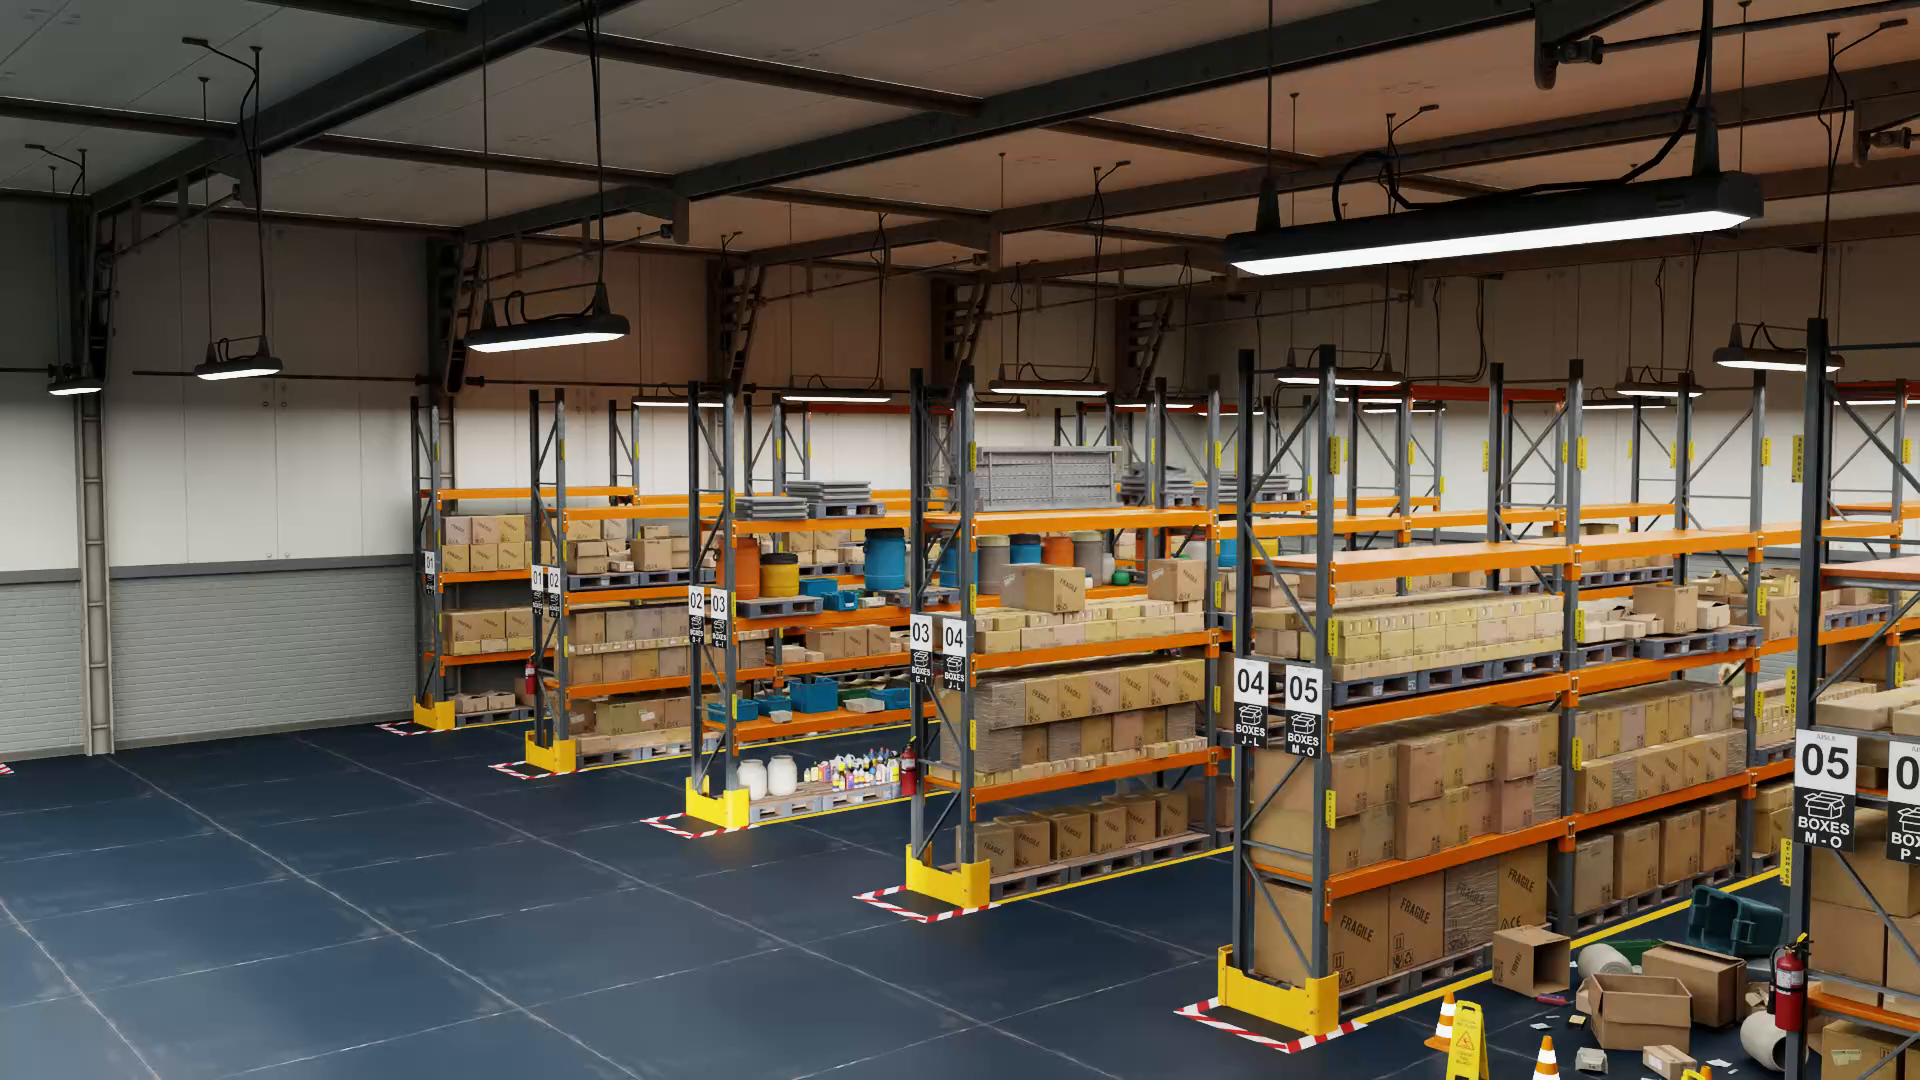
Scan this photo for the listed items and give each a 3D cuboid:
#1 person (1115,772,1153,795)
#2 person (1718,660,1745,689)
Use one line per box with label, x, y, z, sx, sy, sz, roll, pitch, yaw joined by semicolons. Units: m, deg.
person;2.483;2.966;23.584;1.072;1.737;0.752;-2;4;-31
person;13.306;2.680;28.481;0.619;1.678;0.575;0;3;-8
